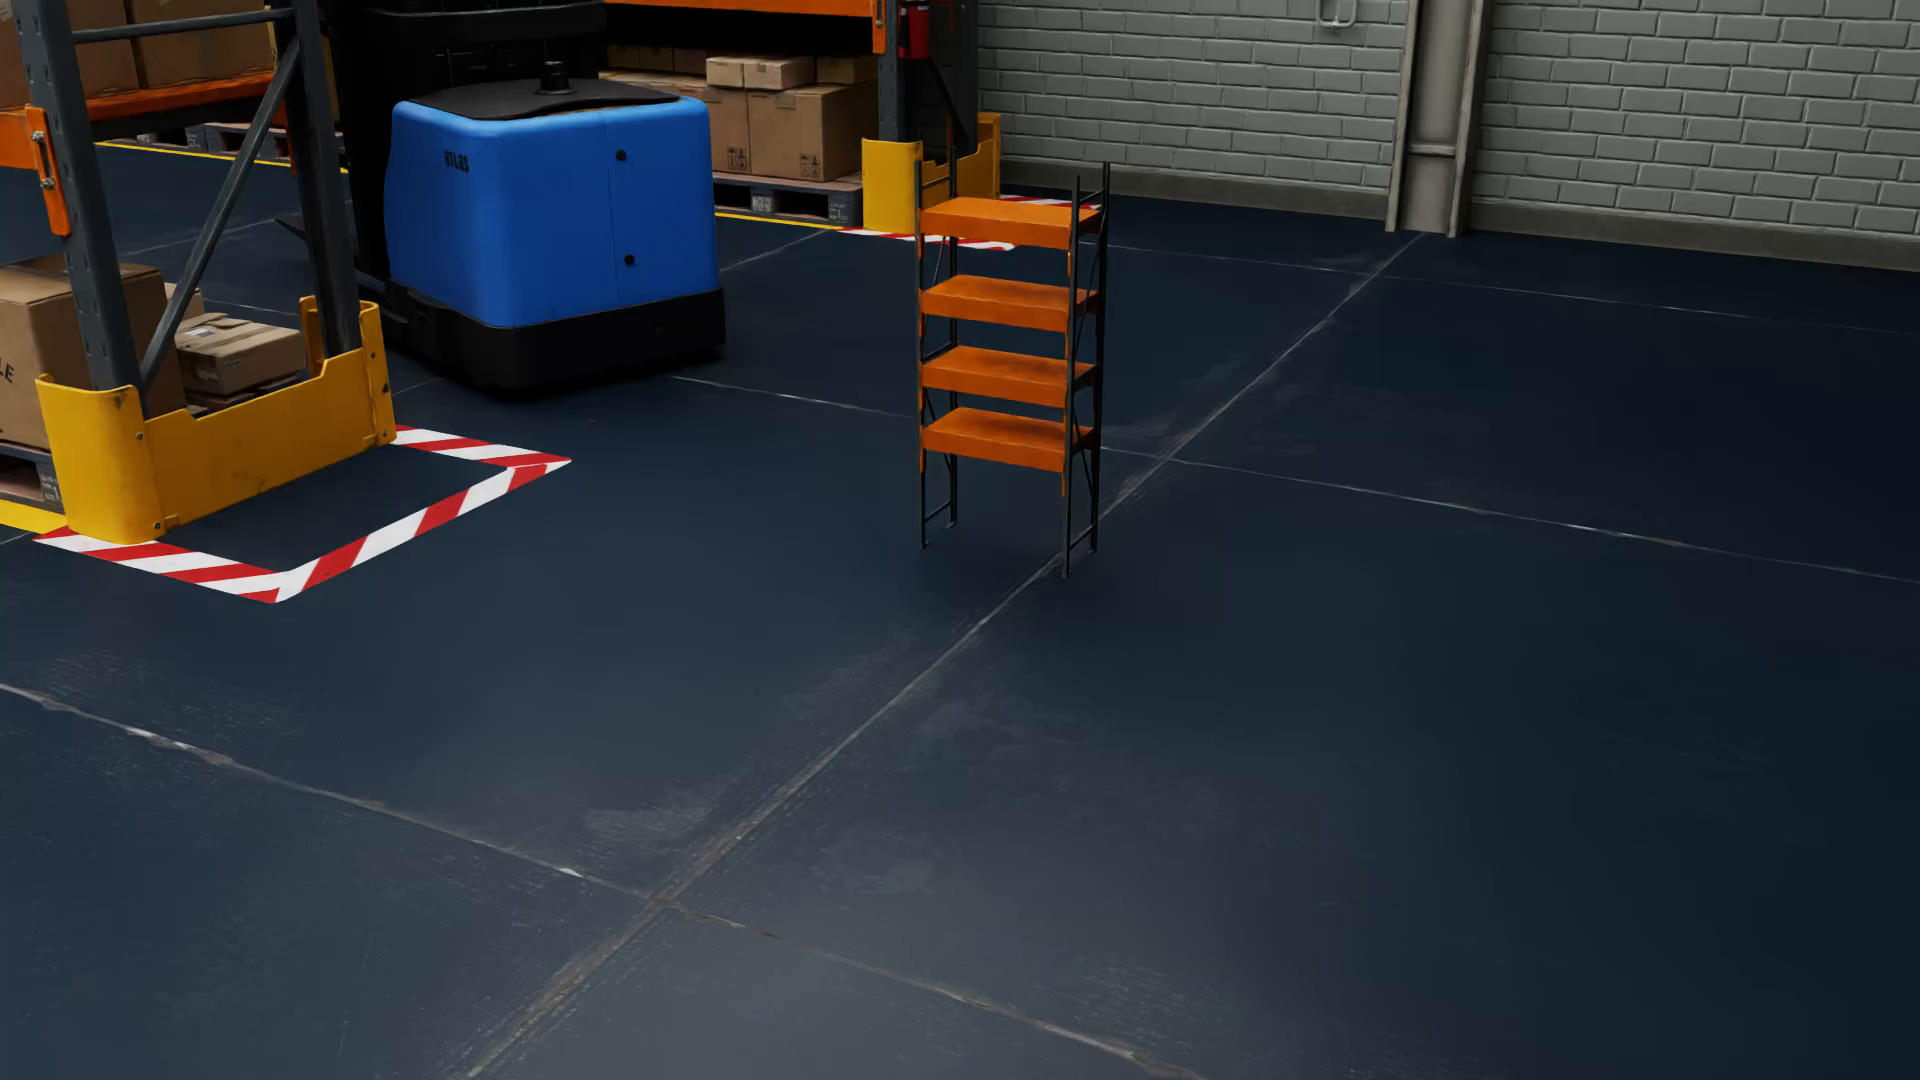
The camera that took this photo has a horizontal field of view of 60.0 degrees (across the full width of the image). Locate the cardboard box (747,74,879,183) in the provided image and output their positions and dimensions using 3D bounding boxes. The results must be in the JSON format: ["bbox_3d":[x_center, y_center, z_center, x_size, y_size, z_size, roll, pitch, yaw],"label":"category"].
[{"bbox_3d":[-0.842,-2.439,9.809,0.500,0.500,0.700,11,25,25],"label":"cardboard box"}]

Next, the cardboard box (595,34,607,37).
[{"bbox_3d":[-2.454,-3.143,10.637,0.250,0.149,0.380,10,25,23],"label":"cardboard box"}]

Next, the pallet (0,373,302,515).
[{"bbox_3d":[-3.183,-0.447,6.032,1.213,0.211,1.003,11,25,25],"label":"pallet"}]

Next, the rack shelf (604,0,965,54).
[{"bbox_3d":[-1.957,-3.329,10.165,4.000,0.370,1.077,11,25,25],"label":"rack shelf"}]

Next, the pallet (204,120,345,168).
[{"bbox_3d":[-4.464,-2.840,11.659,1.213,0.211,1.003,11,25,25],"label":"pallet"}]

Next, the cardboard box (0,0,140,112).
[{"bbox_3d":[-2.926,-1.607,5.067,0.500,0.500,0.500,12,26,26],"label":"cardboard box"}]

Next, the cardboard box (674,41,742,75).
[{"bbox_3d":[-1.543,-2.963,10.214,0.250,0.149,0.380,12,26,25],"label":"cardboard box"}]

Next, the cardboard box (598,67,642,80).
[{"bbox_3d":[-2.217,-2.707,10.441,0.500,0.500,0.700,12,26,26],"label":"cardboard box"}]

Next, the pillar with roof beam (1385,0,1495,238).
[{"bbox_3d":[0.685,-4.390,4.074,0.400,9.000,9.100,11,25,25],"label":"pillar with roof beam"}]

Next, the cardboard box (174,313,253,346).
[{"bbox_3d":[-2.845,-0.713,6.152,0.250,0.166,0.380,11,25,25],"label":"cardboard box"}]

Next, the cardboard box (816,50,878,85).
[{"bbox_3d":[-0.640,-2.785,9.795,0.250,0.149,0.380,11,26,25],"label":"cardboard box"}]

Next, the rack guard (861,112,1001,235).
[{"bbox_3d":[-0.151,-2.153,9.673,0.348,0.500,1.175,11,25,25],"label":"rack guard"}]

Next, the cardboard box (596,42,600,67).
[{"bbox_3d":[-2.431,-2.971,10.232,0.250,0.149,0.380,10,25,23],"label":"cardboard box"}]

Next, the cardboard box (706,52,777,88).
[{"bbox_3d":[-1.267,-2.741,9.692,0.250,0.149,0.380,12,26,26],"label":"cardboard box"}]

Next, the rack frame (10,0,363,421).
[{"bbox_3d":[-2.404,-1.577,5.124,0.127,3.000,1.000,11,25,25],"label":"rack frame"}]

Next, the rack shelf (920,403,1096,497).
[{"bbox_3d":[0.148,-0.278,5.050,0.480,0.148,0.258,11,25,25],"label":"rack shelf"}]

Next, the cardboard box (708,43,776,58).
[{"bbox_3d":[-1.316,-2.919,10.109,0.250,0.149,0.380,11,26,25],"label":"cardboard box"}]

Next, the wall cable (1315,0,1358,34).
[{"bbox_3d":[1.398,-3.879,9.240,1.851,1.984,0.084,11,25,25],"label":"wall cable"}]

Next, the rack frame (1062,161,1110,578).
[{"bbox_3d":[0.365,-0.480,4.845,0.015,1.200,0.240,11,25,25],"label":"rack frame"}]

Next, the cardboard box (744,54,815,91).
[{"bbox_3d":[-1.039,-2.696,9.586,0.250,0.149,0.380,11,25,24],"label":"cardboard box"}]

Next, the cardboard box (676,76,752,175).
[{"bbox_3d":[-1.288,-2.527,10.017,0.500,0.500,0.700,11,25,24],"label":"cardboard box"}]

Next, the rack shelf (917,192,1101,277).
[{"bbox_3d":[0.148,-0.885,4.793,0.480,0.148,0.258,11,25,25],"label":"rack shelf"}]

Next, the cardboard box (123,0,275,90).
[{"bbox_3d":[-2.681,-1.793,5.505,0.500,0.500,0.500,12,26,26],"label":"cardboard box"}]

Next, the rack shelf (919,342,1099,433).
[{"bbox_3d":[0.148,-0.461,4.973,0.480,0.148,0.258,11,25,25],"label":"rack shelf"}]

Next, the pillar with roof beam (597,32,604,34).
[{"bbox_3d":[-4.669,-5.449,6.565,0.400,9.000,9.100,11,25,25],"label":"pillar with roof beam"}]

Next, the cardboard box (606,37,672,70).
[{"bbox_3d":[-1.998,-3.053,10.425,0.250,0.149,0.380,11,25,24],"label":"cardboard box"}]

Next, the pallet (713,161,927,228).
[{"bbox_3d":[-0.921,-2.138,10.007,1.213,0.211,1.003,11,25,25],"label":"pallet"}]

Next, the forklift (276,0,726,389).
[{"bbox_3d":[-2.318,-2.442,7.248,1.130,2.935,3.031,-18,29,-36],"label":"forklift"}]

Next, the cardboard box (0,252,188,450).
[{"bbox_3d":[-3.000,-0.639,5.551,0.500,0.500,0.500,11,25,25],"label":"cardboard box"}]

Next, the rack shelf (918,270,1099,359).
[{"bbox_3d":[0.148,-0.667,4.885,0.480,0.148,0.258,11,25,25],"label":"rack shelf"}]

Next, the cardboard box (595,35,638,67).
[{"bbox_3d":[-2.229,-3.099,10.532,0.250,0.149,0.380,11,26,25],"label":"cardboard box"}]

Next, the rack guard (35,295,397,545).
[{"bbox_3d":[-2.472,-0.440,5.645,0.348,0.500,1.175,11,25,25],"label":"rack guard"}]

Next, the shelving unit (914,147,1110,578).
[{"bbox_3d":[0.148,-0.523,4.946,0.503,1.200,0.258,11,25,25],"label":"shelving unit"}]

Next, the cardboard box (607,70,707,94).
[{"bbox_3d":[-1.738,-2.616,10.225,0.500,0.500,0.700,10,25,23],"label":"cardboard box"}]

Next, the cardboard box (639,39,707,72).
[{"bbox_3d":[-1.772,-3.008,10.320,0.250,0.149,0.380,11,26,25],"label":"cardboard box"}]

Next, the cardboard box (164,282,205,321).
[{"bbox_3d":[-3.207,-0.797,6.243,0.500,0.250,0.500,11,25,25],"label":"cardboard box"}]

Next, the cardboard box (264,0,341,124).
[{"bbox_3d":[-4.380,-3.287,11.356,0.750,0.750,0.750,12,26,25],"label":"cardboard box"}]

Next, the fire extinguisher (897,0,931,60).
[{"bbox_3d":[-0.246,-2.912,8.840,0.183,0.674,0.296,11,25,25],"label":"fire extinguisher"}]

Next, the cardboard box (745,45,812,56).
[{"bbox_3d":[-1.092,-2.874,10.004,0.250,0.149,0.380,11,26,25],"label":"cardboard box"}]

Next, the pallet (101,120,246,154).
[{"bbox_3d":[-5.557,-3.055,12.164,1.213,0.211,1.003,11,25,25],"label":"pallet"}]

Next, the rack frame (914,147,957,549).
[{"bbox_3d":[-0.070,-0.566,5.048,0.015,1.200,0.240,11,25,25],"label":"rack frame"}]

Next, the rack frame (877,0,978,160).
[{"bbox_3d":[-0.172,-3.307,9.194,0.127,3.000,1.000,11,25,25],"label":"rack frame"}]

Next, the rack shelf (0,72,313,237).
[{"bbox_3d":[-4.189,-1.599,6.095,4.000,0.370,1.077,11,25,25],"label":"rack shelf"}]

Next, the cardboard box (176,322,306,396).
[{"bbox_3d":[-2.622,-0.661,6.052,0.250,0.149,0.380,11,25,25],"label":"cardboard box"}]
